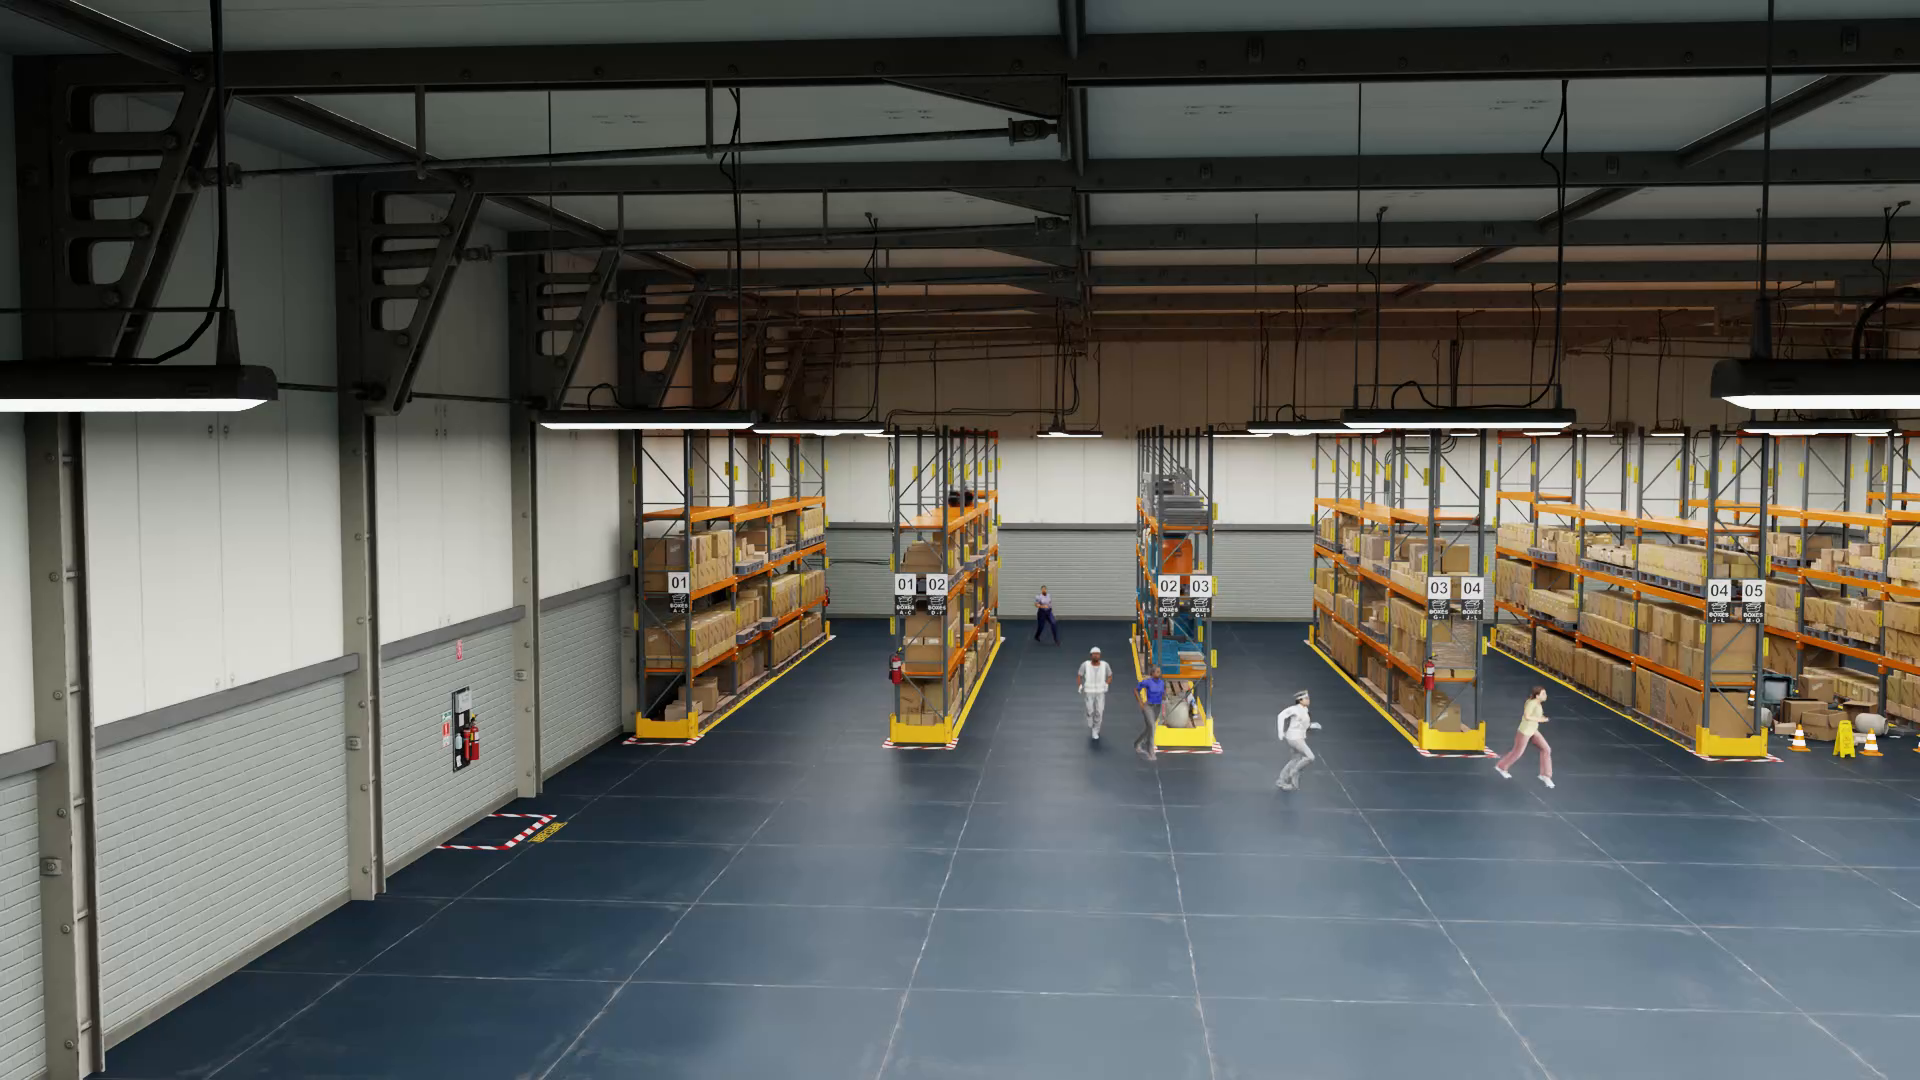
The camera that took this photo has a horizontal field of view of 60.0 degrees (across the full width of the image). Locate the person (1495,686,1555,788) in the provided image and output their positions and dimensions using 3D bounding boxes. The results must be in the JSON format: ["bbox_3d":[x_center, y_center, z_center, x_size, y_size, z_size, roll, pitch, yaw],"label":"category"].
[{"bbox_3d":[9.391,3.245,27.645,1.012,1.671,0.578,3,5,43],"label":"person"}]

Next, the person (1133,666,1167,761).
[{"bbox_3d":[3.463,3.115,30.058,0.581,1.700,0.791,-2,4,-35],"label":"person"}]

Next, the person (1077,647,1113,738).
[{"bbox_3d":[2.610,2.932,32.120,0.688,1.737,0.599,0,3,-1],"label":"person"}]

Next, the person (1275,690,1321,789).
[{"bbox_3d":[5.505,3.250,27.072,0.741,1.642,0.645,2,4,34],"label":"person"}]

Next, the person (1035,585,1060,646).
[{"bbox_3d":[2.373,2.105,46.660,0.610,1.669,0.902,-2,4,-24],"label":"person"}]
